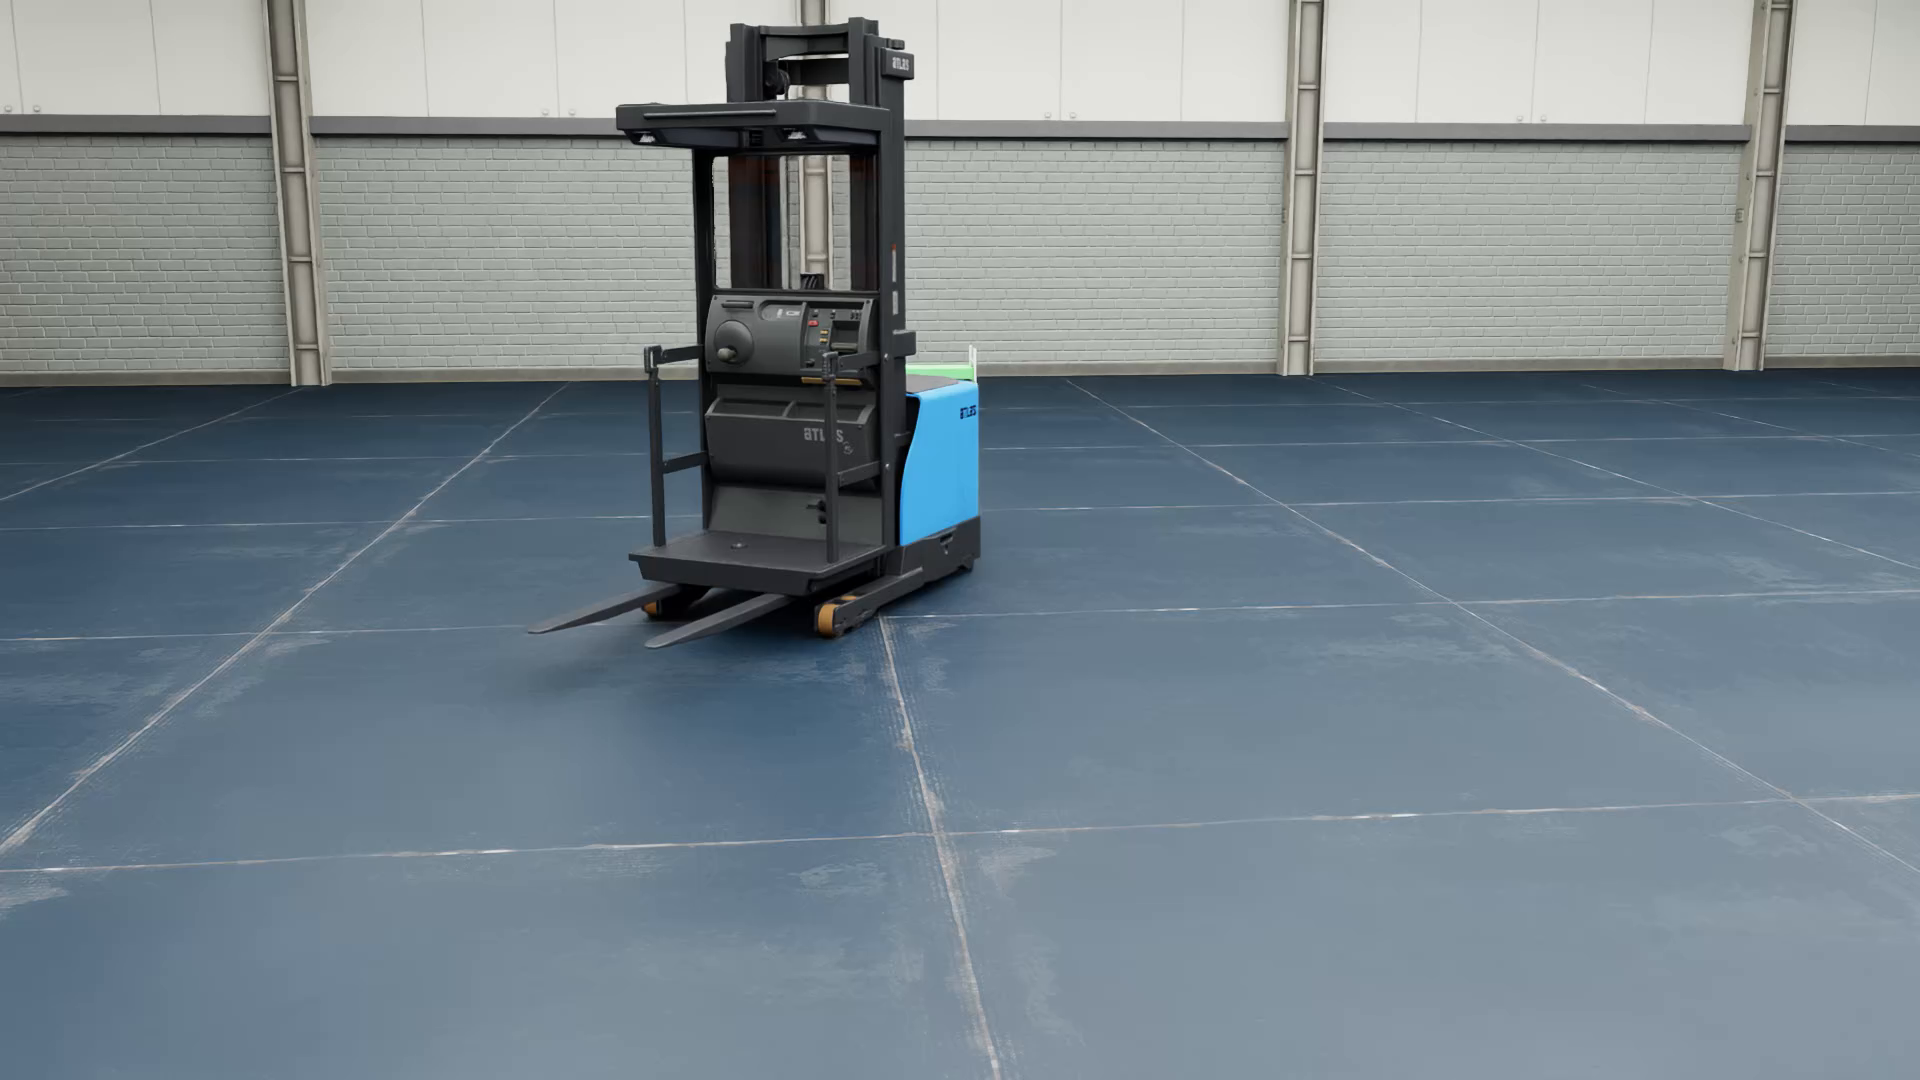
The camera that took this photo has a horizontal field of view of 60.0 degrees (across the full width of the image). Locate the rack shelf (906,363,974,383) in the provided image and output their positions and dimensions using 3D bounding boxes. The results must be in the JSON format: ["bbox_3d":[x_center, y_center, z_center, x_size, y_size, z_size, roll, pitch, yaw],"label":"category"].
[{"bbox_3d":[-0.165,-0.994,10.154,0.480,0.148,0.258,-1,11,-6],"label":"rack shelf"}]

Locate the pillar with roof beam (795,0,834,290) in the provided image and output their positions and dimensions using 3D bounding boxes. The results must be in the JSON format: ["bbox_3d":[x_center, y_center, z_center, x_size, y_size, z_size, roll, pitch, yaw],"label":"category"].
[{"bbox_3d":[-1.269,-5.561,15.329,0.400,9.000,9.100,-1,11,-6],"label":"pillar with roof beam"}]

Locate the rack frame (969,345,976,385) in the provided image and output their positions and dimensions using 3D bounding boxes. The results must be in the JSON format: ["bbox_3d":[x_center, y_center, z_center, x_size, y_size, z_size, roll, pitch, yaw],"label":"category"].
[{"bbox_3d":[0.078,-0.590,10.261,0.015,1.200,0.240,-1,11,-6],"label":"rack frame"}]

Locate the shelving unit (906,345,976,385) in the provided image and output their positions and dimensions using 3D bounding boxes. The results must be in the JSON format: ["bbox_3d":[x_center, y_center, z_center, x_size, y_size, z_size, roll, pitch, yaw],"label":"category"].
[{"bbox_3d":[-0.165,-0.585,10.235,0.503,1.200,0.258,-1,11,-6],"label":"shelving unit"}]

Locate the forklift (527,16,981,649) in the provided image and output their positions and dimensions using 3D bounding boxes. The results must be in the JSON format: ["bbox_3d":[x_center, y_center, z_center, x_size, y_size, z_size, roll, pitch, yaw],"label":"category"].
[{"bbox_3d":[-0.950,-1.063,8.177,1.130,2.935,3.031,5,12,24],"label":"forklift"}]

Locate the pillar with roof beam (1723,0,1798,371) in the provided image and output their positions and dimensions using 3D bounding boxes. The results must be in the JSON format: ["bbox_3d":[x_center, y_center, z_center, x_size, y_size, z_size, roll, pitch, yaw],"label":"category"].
[{"bbox_3d":[10.661,-5.811,16.601,0.400,9.000,9.100,-1,11,-6],"label":"pillar with roof beam"}]

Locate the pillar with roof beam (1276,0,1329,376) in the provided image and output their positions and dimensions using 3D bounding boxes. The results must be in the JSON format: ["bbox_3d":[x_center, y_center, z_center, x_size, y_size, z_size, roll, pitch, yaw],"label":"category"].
[{"bbox_3d":[4.696,-5.686,15.965,0.400,9.000,9.100,-1,11,-6],"label":"pillar with roof beam"}]

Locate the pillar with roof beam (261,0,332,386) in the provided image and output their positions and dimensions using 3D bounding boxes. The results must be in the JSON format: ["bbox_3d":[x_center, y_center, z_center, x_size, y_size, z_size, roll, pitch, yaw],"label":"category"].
[{"bbox_3d":[-7.234,-5.436,14.693,0.400,9.000,9.100,-1,11,-6],"label":"pillar with roof beam"}]
